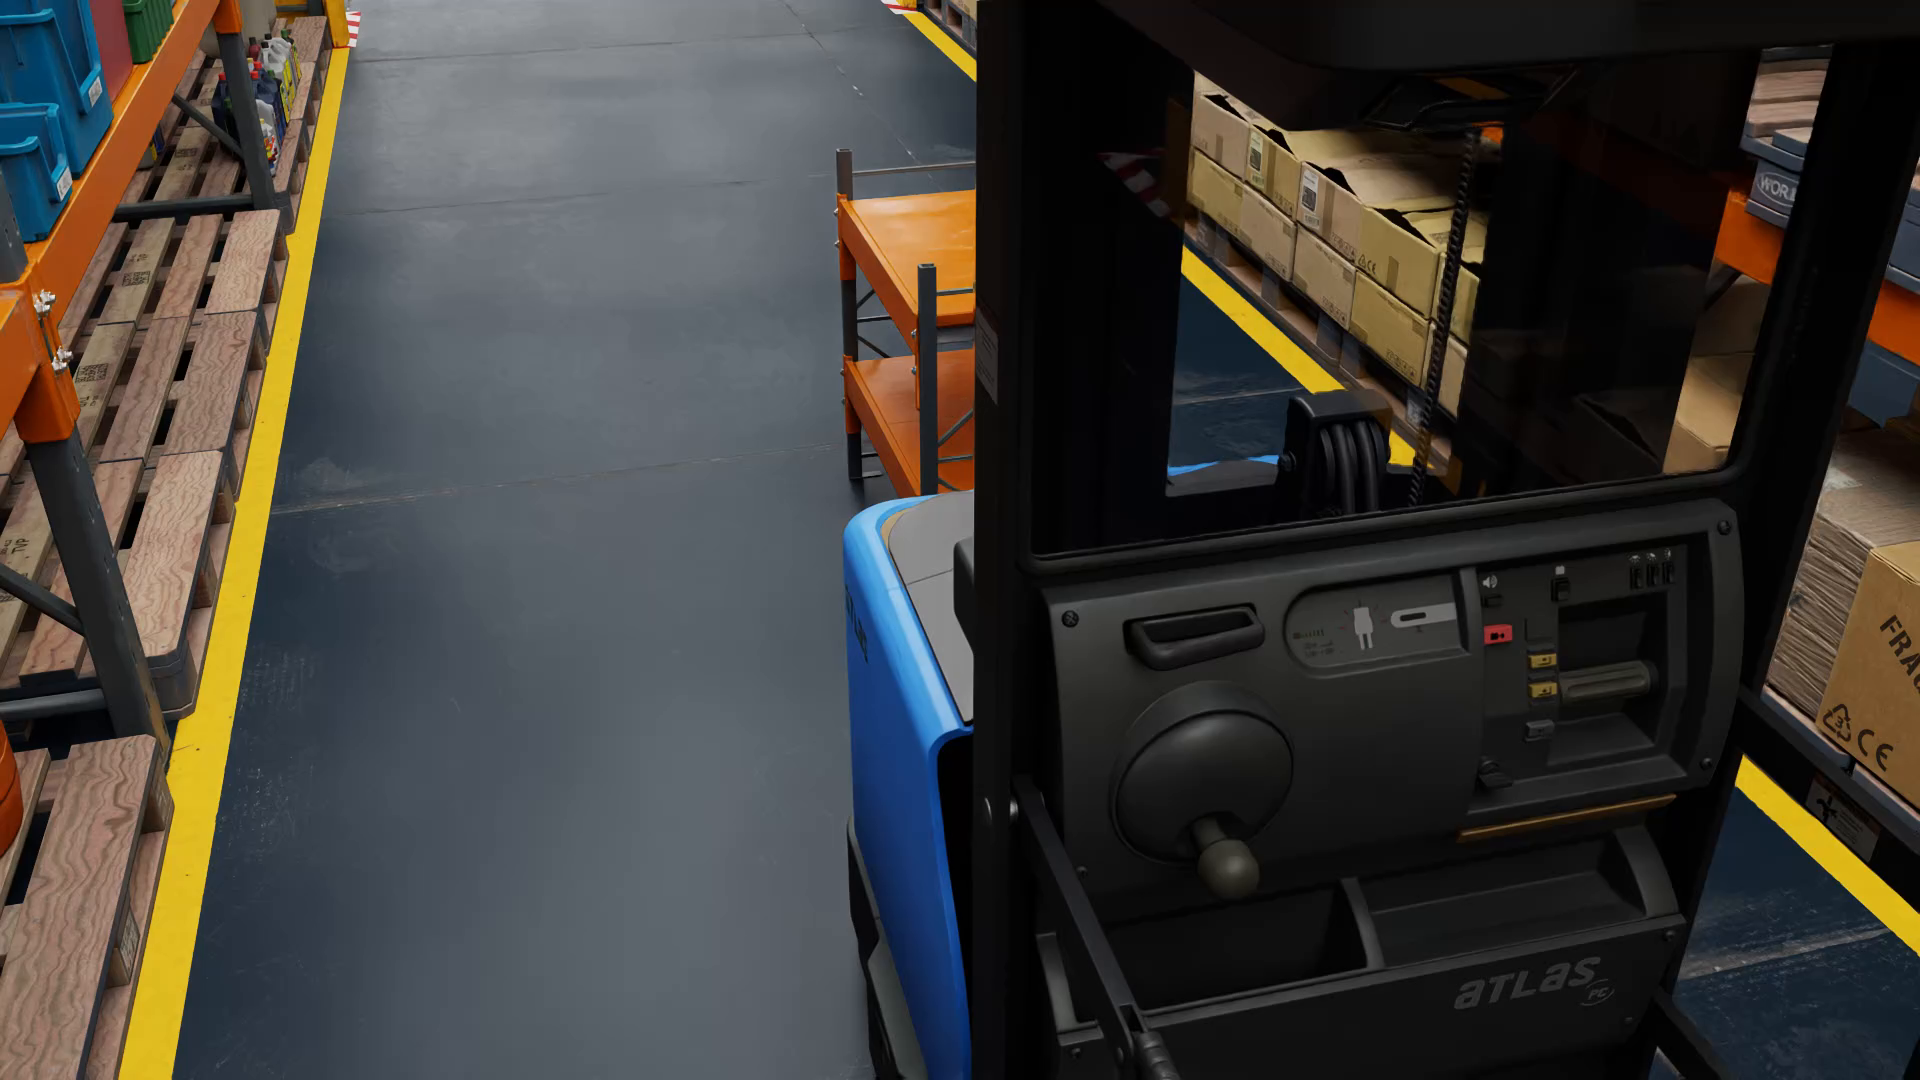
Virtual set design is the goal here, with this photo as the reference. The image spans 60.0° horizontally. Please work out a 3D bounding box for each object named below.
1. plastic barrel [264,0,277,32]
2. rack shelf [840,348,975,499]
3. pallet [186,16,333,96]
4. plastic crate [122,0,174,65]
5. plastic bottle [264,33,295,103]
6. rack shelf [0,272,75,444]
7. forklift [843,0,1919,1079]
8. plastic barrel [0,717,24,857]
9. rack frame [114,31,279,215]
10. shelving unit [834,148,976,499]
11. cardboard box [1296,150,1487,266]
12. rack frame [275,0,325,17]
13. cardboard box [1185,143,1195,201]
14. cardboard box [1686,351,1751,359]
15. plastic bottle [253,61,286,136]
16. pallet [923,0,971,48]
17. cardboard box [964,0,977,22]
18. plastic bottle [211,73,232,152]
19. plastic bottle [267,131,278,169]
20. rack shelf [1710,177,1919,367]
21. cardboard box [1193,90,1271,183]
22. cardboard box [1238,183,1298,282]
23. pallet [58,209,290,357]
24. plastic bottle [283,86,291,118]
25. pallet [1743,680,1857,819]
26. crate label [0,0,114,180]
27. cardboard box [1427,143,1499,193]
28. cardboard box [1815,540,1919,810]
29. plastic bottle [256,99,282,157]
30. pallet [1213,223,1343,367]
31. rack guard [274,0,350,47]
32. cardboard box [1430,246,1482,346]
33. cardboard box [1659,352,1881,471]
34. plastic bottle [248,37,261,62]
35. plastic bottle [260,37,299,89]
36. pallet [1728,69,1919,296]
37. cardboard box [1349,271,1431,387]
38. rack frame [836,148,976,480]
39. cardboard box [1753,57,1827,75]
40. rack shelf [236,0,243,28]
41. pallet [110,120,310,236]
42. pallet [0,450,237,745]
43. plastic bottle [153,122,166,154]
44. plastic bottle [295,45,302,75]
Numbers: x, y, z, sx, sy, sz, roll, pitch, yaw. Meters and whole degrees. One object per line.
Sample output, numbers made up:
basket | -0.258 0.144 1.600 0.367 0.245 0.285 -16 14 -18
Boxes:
plastic barrel | -4.392 -3.331 10.074 0.421 0.512 0.421 0 30 0
rack shelf | 0.002 -0.272 5.085 0.538 0.278 1.000 -8 31 -13
pallet | -4.365 -2.903 10.054 1.003 0.211 1.213 -8 31 -13
plastic crate | -2.845 -1.706 5.415 0.450 0.188 0.662 -8 31 -13
plastic bottle | -3.606 -2.477 8.740 0.144 0.351 0.185 -7 31 -11
rack shelf | -1.987 0.608 1.923 1.077 0.370 4.000 -8 31 -13
forklift | 0.616 0.244 1.902 1.130 2.935 3.031 -7 31 -12
plastic barrel | -2.371 0.322 3.446 0.600 0.830 0.708 -8 31 -13
rack frame | -3.579 -2.601 6.750 1.000 3.000 0.127 -8 31 -13
shelving unit | 0.002 -0.484 4.963 0.538 1.125 1.048 -8 31 -13
cardboard box | 1.607 -1.275 6.225 0.500 0.311 0.500 -8 31 -14
rack frame | -4.641 -4.533 10.088 1.000 3.000 0.127 -8 31 -13
cardboard box | 1.200 -1.775 7.648 0.500 0.250 0.500 -7 31 -12
cardboard box | 2.403 -0.610 5.635 0.500 0.250 0.500 -8 31 -13
plastic bottle | -3.443 -2.181 8.230 0.144 0.351 0.185 -9 31 -15
pallet | 0.379 -3.619 11.292 1.003 0.211 1.213 -8 31 -13
cardboard box | 0.332 -3.411 10.474 0.500 0.250 0.500 -8 31 -13
plastic bottle | -3.532 -2.071 8.039 0.144 0.351 0.185 -8 31 -13
plastic bottle | -3.268 -1.842 7.792 0.097 0.201 0.097 0 30 0
rack shelf | 2.790 -0.049 3.058 1.077 0.370 4.000 -8 31 -13
cardboard box | 1.333 -1.768 7.075 0.500 0.311 0.500 -9 31 -15
cardboard box | 1.474 -1.279 6.792 0.500 0.250 0.500 -7 31 -12
pallet | -3.333 -1.020 6.802 1.003 0.211 1.213 -8 31 -13
plastic bottle | -3.496 -2.257 8.509 0.097 0.201 0.097 0 30 0
pallet | 2.421 0.246 4.614 1.003 0.211 1.213 -8 31 -13
crate label | -2.520 -1.200 4.294 0.502 0.435 0.616 -8 31 -13
cardboard box | 2.123 -1.352 6.357 0.500 0.311 0.500 -9 31 -15
cardboard box | 2.377 0.318 3.762 0.500 0.500 0.500 -8 31 -14
plastic bottle | -3.353 -1.978 7.952 0.152 0.276 0.135 -7 31 -11
pallet | 1.758 -1.110 6.957 1.003 0.211 1.213 -8 31 -13
rack guard | -4.575 -3.421 10.661 1.175 0.500 0.348 -8 31 -13
cardboard box | 1.883 -0.781 5.371 0.500 0.311 0.500 -7 31 -12
cardboard box | 2.105 -0.177 4.617 0.500 0.500 0.500 -7 31 -11
plastic bottle | -3.793 -2.579 8.985 0.061 0.283 0.133 -8 31 -13
plastic bottle | -3.690 -2.591 9.011 0.152 0.276 0.135 -8 31 -13
pallet | 2.507 -0.925 4.045 1.213 0.211 1.003 -8 31 -13
cardboard box | 1.744 -0.788 5.943 0.500 0.250 0.500 -8 31 -14
rack frame | -0.133 -0.729 5.387 0.500 1.125 0.032 -8 31 -13
cardboard box | 2.205 -1.469 4.883 0.500 0.311 0.500 -6 31 -10
rack shelf | -4.110 -3.256 8.599 1.077 0.370 4.000 -8 31 -13
pallet | -3.717 -1.724 8.018 1.003 0.211 1.213 -8 31 -13
pallet | -2.686 0.158 4.766 1.003 0.211 1.213 -8 31 -13
plastic bottle | -3.943 -2.010 8.008 0.152 0.276 0.135 -8 31 -13
plastic bottle | -3.731 -2.684 9.247 0.097 0.201 0.097 0 30 0
